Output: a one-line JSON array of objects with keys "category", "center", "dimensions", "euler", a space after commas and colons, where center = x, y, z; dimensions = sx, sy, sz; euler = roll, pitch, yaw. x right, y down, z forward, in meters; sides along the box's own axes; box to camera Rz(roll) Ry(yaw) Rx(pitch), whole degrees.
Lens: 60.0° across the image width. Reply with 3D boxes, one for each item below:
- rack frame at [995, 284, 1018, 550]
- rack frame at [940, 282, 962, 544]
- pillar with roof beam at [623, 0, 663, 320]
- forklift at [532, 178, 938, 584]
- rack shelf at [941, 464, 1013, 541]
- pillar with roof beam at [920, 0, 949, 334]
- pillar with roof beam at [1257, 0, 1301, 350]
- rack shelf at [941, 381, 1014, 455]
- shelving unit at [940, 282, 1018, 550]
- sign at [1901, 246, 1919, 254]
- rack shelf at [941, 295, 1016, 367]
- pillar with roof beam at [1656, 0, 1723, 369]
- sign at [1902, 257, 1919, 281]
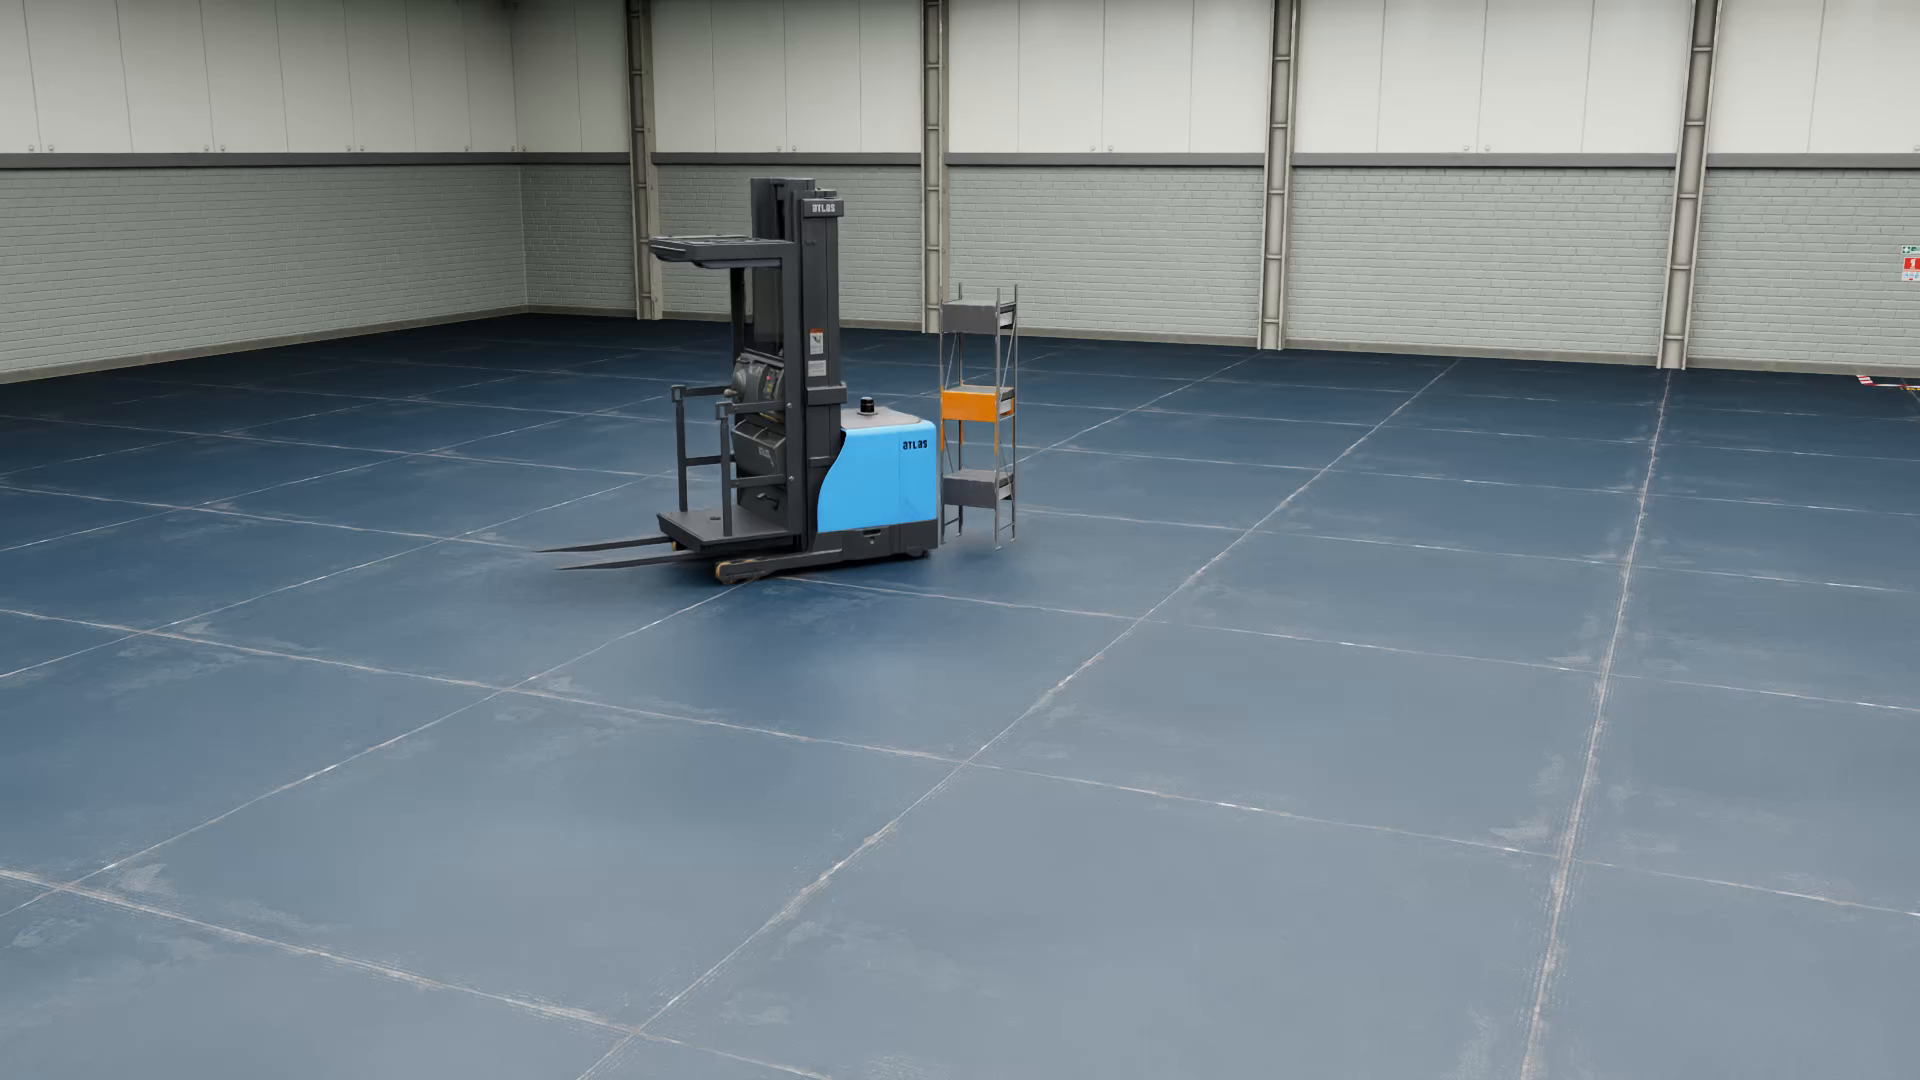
[{"category": "rack frame", "center": [0.374, -0.984, 13.353], "dimensions": [0.015, 2.100, 0.400], "euler": [6, 14, 23]}, {"category": "rack frame", "center": [-0.072, -1.029, 13.546], "dimensions": [0.015, 2.100, 0.400], "euler": [6, 14, 23]}, {"category": "pillar with roof beam", "center": [-7.660, -7.703, 26.885], "dimensions": [0.400, 9.000, 9.100], "euler": [6, 14, 23]}, {"category": "forklift", "center": [-1.719, -1.234, 12.599], "dimensions": [3.031, 2.935, 1.130], "euler": [-7, 15, -28]}, {"category": "rack shelf", "center": [0.151, -0.312, 13.613], "dimensions": [0.480, 0.518, 0.431], "euler": [6, 14, 23]}, {"category": "pillar with roof beam", "center": [-2.174, -7.148, 24.519], "dimensions": [0.400, 9.000, 9.100], "euler": [6, 14, 23]}, {"category": "pillar with roof beam", "center": [3.312, -6.593, 22.153], "dimensions": [0.400, 9.000, 9.100], "euler": [6, 14, 23]}, {"category": "rack shelf", "center": [0.151, -0.994, 13.453], "dimensions": [0.480, 0.518, 0.431], "euler": [6, 14, 23]}, {"category": "shelving unit", "center": [0.151, -1.007, 13.450], "dimensions": [0.503, 2.100, 0.431], "euler": [6, 14, 23]}, {"category": "sign", "center": [13.320, -4.044, 23.183], "dimensions": [0.331, 0.109, 0.001], "euler": [6, 14, 23]}, {"category": "rack shelf", "center": [0.151, -1.675, 13.293], "dimensions": [0.480, 0.518, 0.431], "euler": [6, 14, 23]}, {"category": "pillar with roof beam", "center": [8.797, -6.038, 19.787], "dimensions": [0.400, 9.000, 9.100], "euler": [6, 14, 23]}, {"category": "sign", "center": [13.319, -3.788, 23.253], "dimensions": [0.234, 0.329, 0.001], "euler": [6, 14, 23]}]
